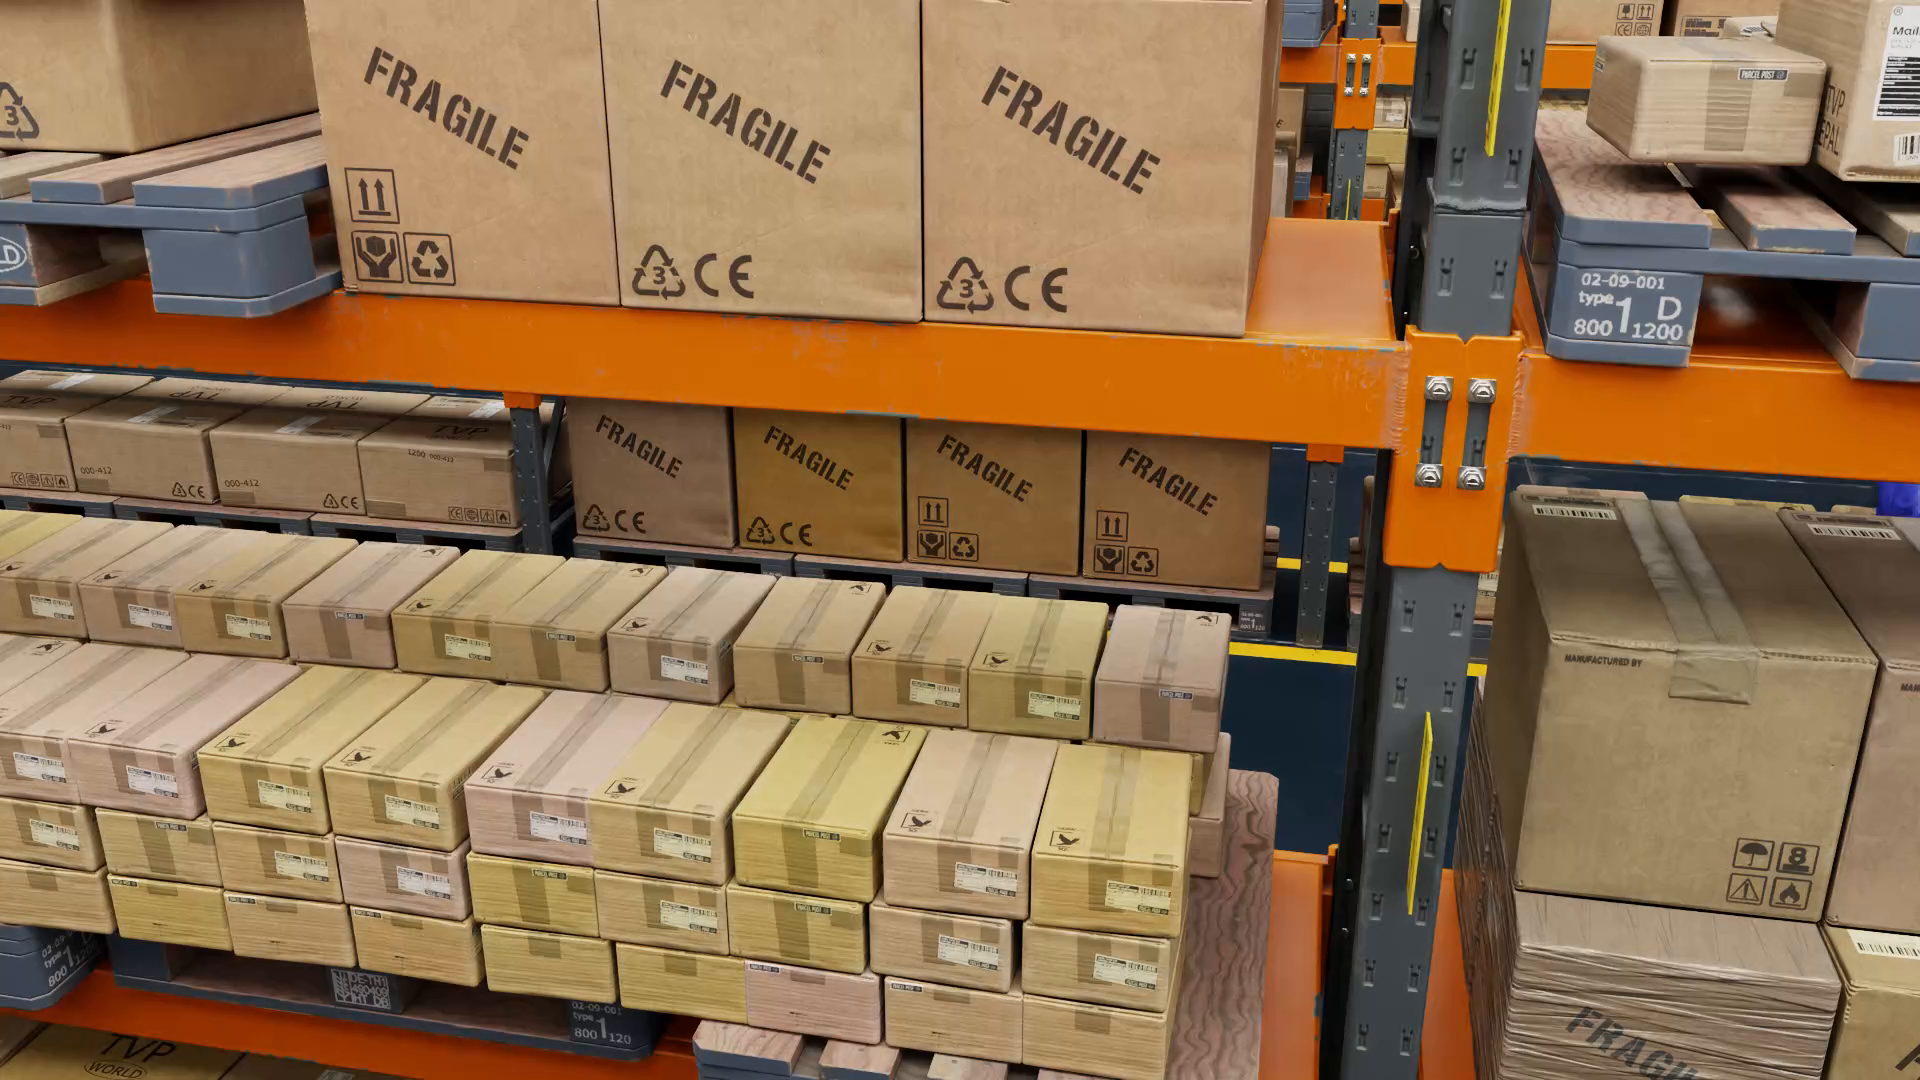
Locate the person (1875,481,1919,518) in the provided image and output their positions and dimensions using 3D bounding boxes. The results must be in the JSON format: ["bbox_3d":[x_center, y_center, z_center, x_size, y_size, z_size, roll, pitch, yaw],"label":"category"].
[{"bbox_3d":[3.597,0.333,6.298,0.395,1.722,0.467,1,22,4],"label":"person"}]
